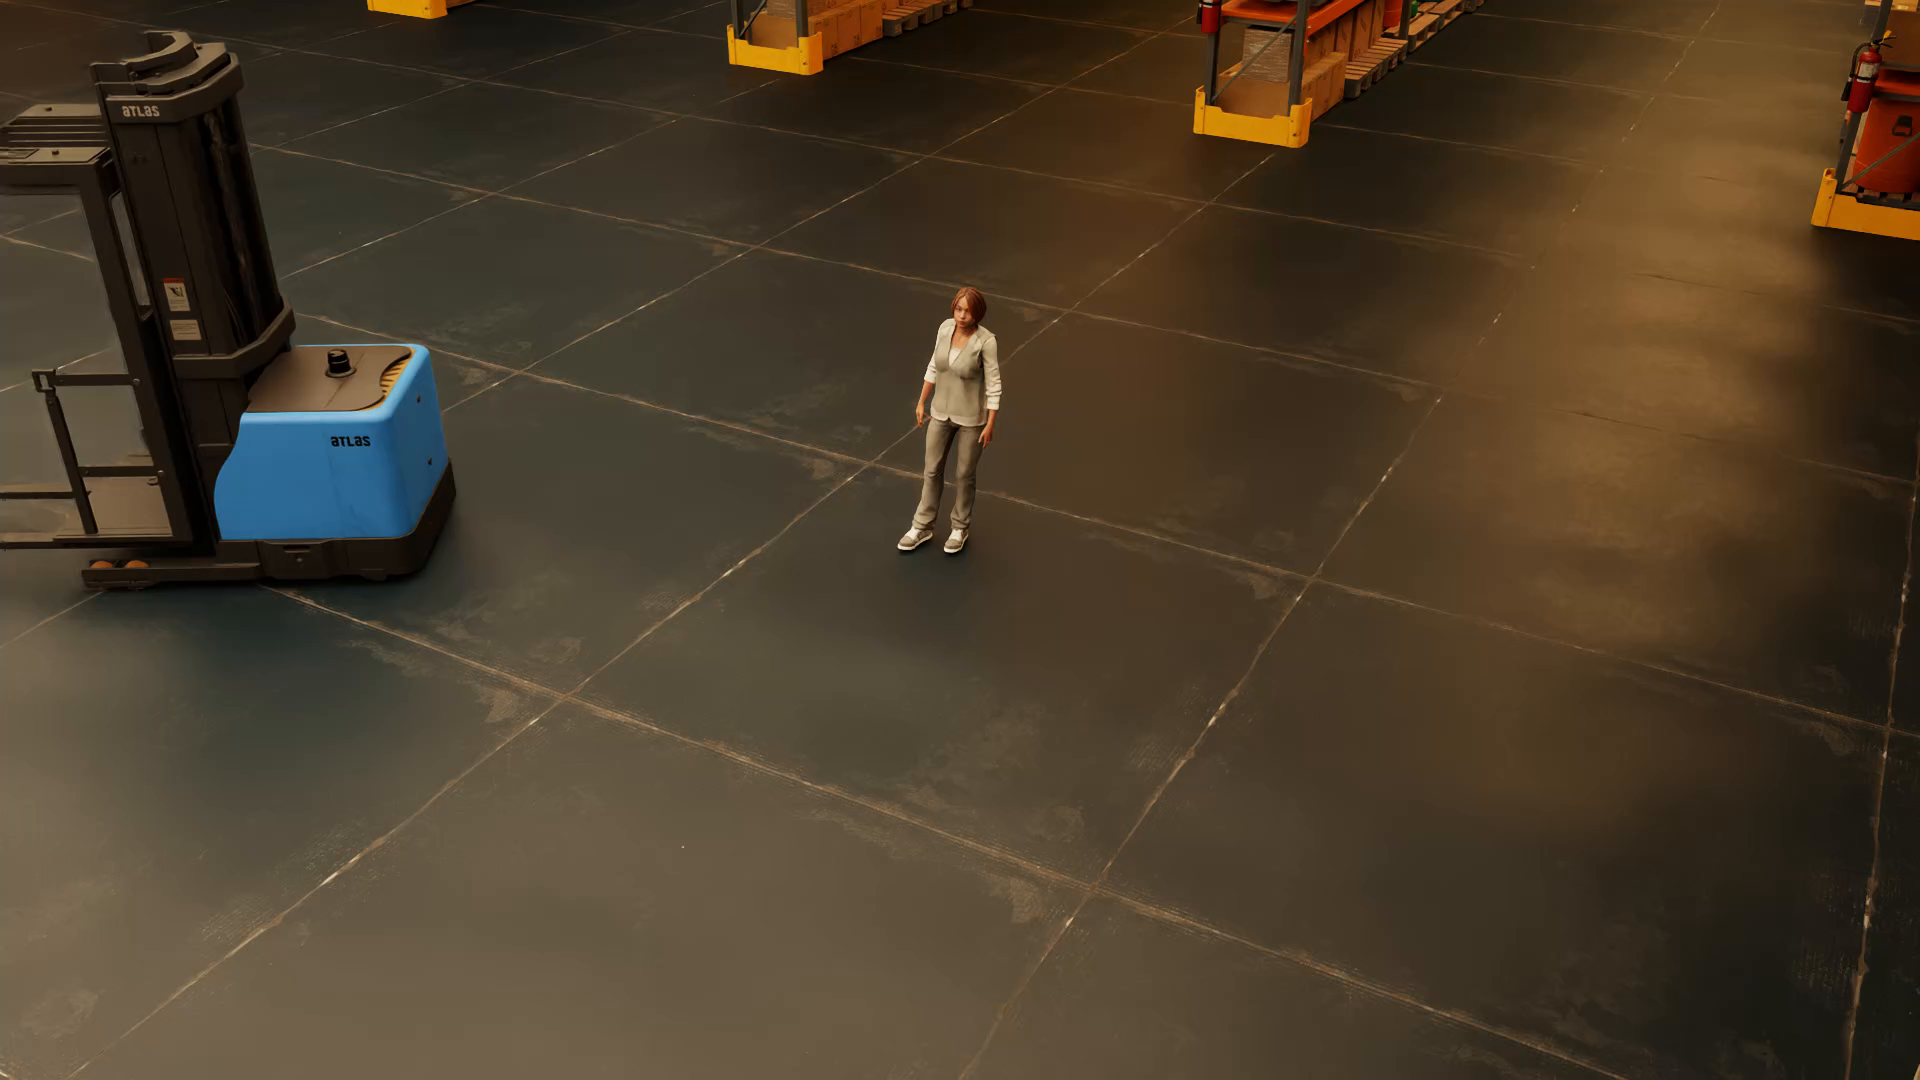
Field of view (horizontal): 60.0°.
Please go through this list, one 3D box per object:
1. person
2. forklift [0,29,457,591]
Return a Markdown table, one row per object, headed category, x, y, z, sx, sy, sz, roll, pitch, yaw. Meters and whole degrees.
| category | x | y | z | sx | sy | sz | roll | pitch | yaw |
| --- | --- | --- | --- | --- | --- | --- | --- | --- | --- |
| person | -0.048 | -0.663 | 9.554 | 0.520 | 1.582 | 0.475 | 15 | 33 | 25 |
| forklift | -4.633 | -1.250 | 9.236 | 3.031 | 2.935 | 1.130 | -1 | 30 | -2 |
